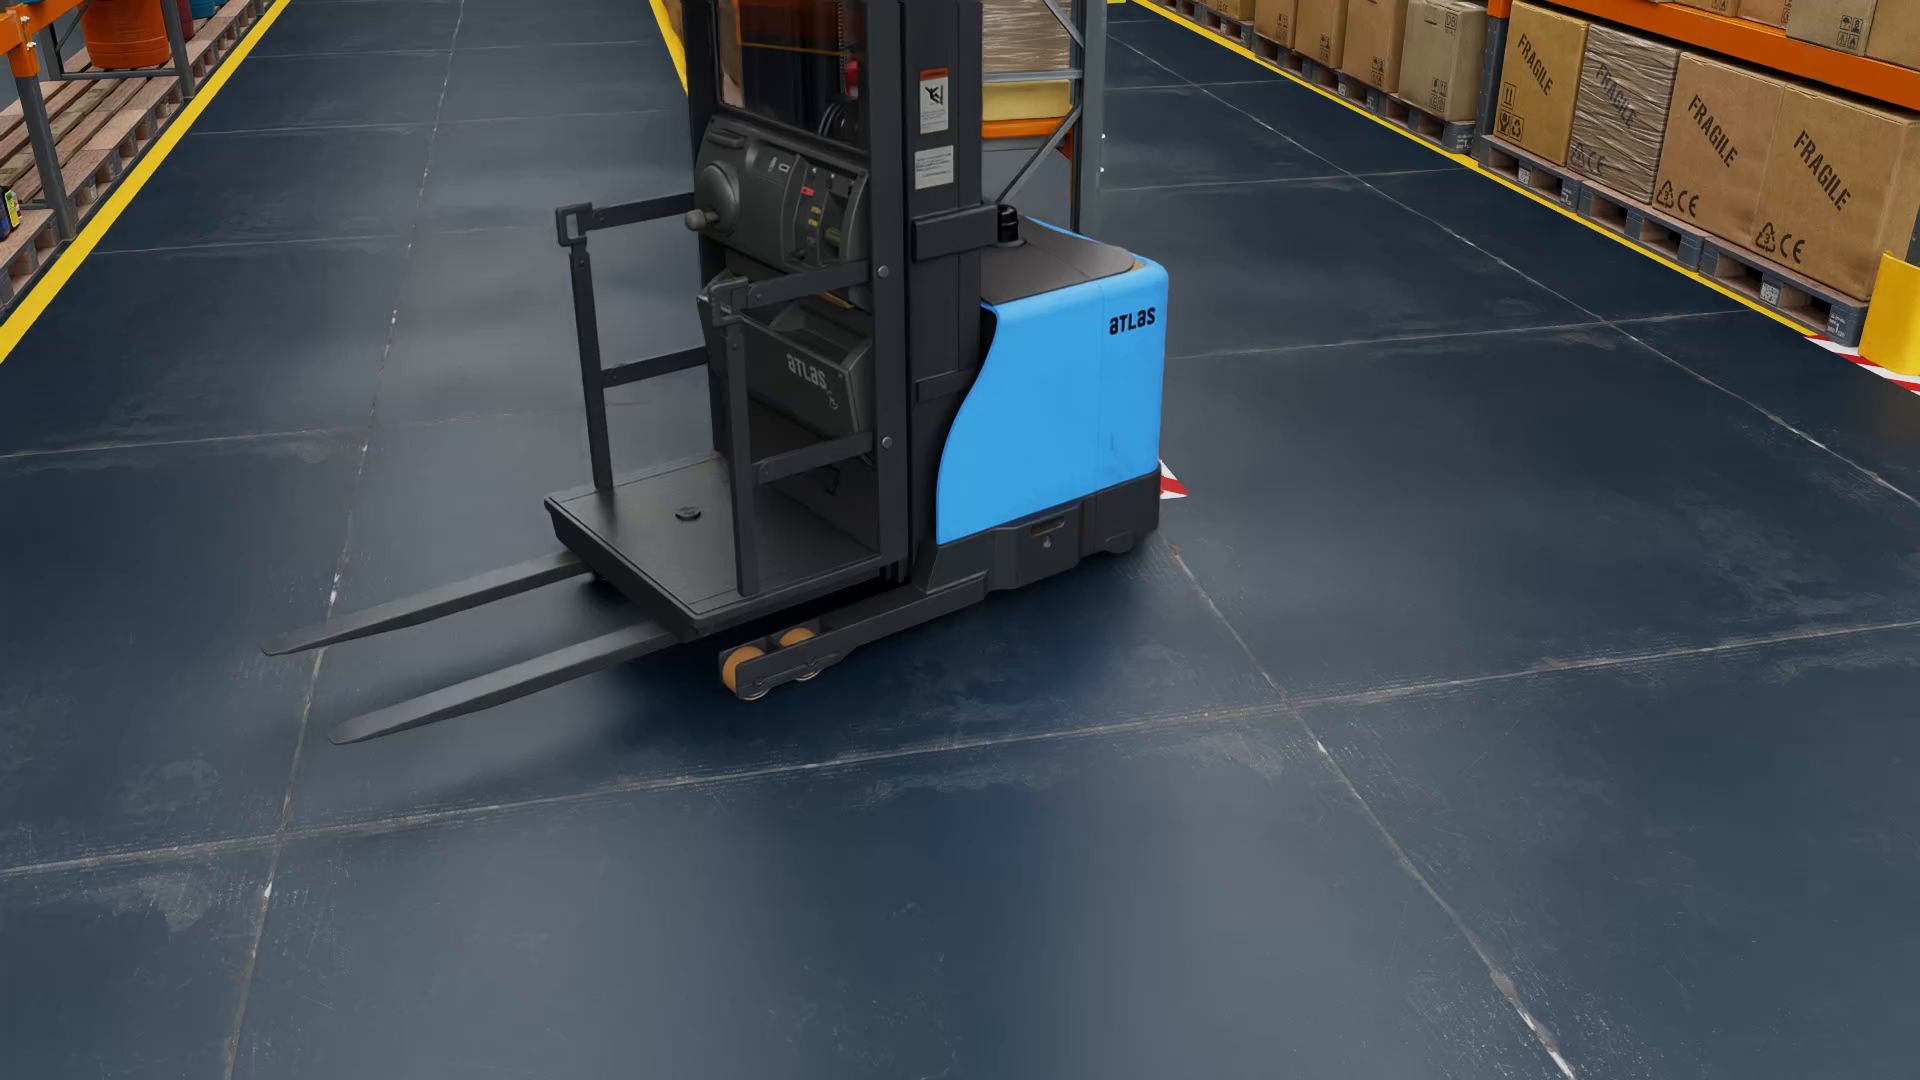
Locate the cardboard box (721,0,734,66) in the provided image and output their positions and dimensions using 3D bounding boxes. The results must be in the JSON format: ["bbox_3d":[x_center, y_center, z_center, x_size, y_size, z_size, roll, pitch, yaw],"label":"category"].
[{"bbox_3d":[-1.567,-4.087,13.305,0.700,0.500,0.500,-7,28,-14],"label":"cardboard box"}]

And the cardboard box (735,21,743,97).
[{"bbox_3d":[-1.295,-3.597,12.333,0.700,0.500,0.500,-4,27,-7],"label":"cardboard box"}]

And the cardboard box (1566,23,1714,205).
[{"bbox_3d":[4.300,-2.563,9.890,0.875,0.875,0.875,-6,27,-11],"label":"cardboard box"}]

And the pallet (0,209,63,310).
[{"bbox_3d":[-5.551,-1.496,8.980,1.003,0.211,1.213,-6,27,-12],"label":"pallet"}]

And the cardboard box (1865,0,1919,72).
[{"bbox_3d":[4.793,-2.471,7.651,0.875,0.550,0.550,-6,27,-12],"label":"cardboard box"}]

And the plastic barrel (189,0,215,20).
[{"bbox_3d":[-7.199,-5.251,15.188,0.600,0.901,0.708,-6,27,-12],"label":"plastic barrel"}]

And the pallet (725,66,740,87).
[{"bbox_3d":[-1.562,-3.711,13.368,1.003,0.211,1.213,-6,27,-12],"label":"pallet"}]

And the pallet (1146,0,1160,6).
[{"bbox_3d":[2.393,-5.928,17.760,1.003,0.211,1.213,-6,27,-12],"label":"pallet"}]

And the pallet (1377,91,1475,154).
[{"bbox_3d":[3.772,-3.088,12.135,1.003,0.211,1.213,-6,27,-12],"label":"pallet"}]

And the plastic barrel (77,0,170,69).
[{"bbox_3d":[-6.690,-4.228,13.239,0.600,0.830,0.708,-6,27,-12],"label":"plastic barrel"}]

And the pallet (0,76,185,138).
[{"bbox_3d":[-6.426,-3.207,12.370,1.003,0.211,1.213,-6,27,-12],"label":"pallet"}]

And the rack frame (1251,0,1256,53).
[{"bbox_3d":[3.118,-5.758,14.329,1.000,3.000,0.127,-6,27,-12],"label":"rack frame"}]

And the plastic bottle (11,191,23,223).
[{"bbox_3d":[-5.276,-1.859,9.222,0.097,0.201,0.097,0,27,0],"label":"plastic bottle"}]

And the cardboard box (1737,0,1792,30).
[{"bbox_3d":[4.644,-2.969,8.637,0.875,0.550,0.550,-6,27,-12],"label":"cardboard box"}]

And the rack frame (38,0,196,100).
[{"bbox_3d":[-6.563,-4.796,12.423,1.000,3.000,0.127,-6,27,-12],"label":"rack frame"}]

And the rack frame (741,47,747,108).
[{"bbox_3d":[-0.836,-3.543,9.940,1.000,3.000,0.127,-6,27,-12],"label":"rack frame"}]

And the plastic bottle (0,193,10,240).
[{"bbox_3d":[-5.235,-1.800,8.939,0.144,0.351,0.185,-7,28,-13],"label":"plastic bottle"}]

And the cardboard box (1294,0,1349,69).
[{"bbox_3d":[3.368,-4.281,13.434,1.050,0.750,0.750,-6,27,-11],"label":"cardboard box"}]

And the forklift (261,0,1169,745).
[{"bbox_3d":[-0.740,-1.073,5.123,3.031,2.935,1.130,-19,32,-33],"label":"forklift"}]

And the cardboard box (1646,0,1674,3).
[{"bbox_3d":[4.267,-3.420,9.531,0.875,0.550,0.550,-6,27,-12],"label":"cardboard box"}]

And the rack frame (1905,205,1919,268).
[{"bbox_3d":[4.921,-2.246,7.371,1.000,3.000,0.127,-6,27,-12],"label":"rack frame"}]

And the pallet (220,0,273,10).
[{"bbox_3d":[-7.668,-5.626,17.162,1.003,0.211,1.213,-6,27,-12],"label":"pallet"}]

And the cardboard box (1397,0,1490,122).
[{"bbox_3d":[3.792,-3.449,11.784,1.050,0.750,0.750,-6,27,-12],"label":"cardboard box"}]

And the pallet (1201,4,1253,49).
[{"bbox_3d":[2.943,-4.857,15.638,1.003,0.211,1.213,-6,27,-12],"label":"pallet"}]

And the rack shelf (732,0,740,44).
[{"bbox_3d":[-1.286,-4.100,11.842,1.077,0.370,4.000,-6,27,-12],"label":"rack shelf"}]

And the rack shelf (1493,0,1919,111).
[{"bbox_3d":[4.470,-2.803,9.273,1.077,0.370,4.000,-6,27,-12],"label":"rack shelf"}]

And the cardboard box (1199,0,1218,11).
[{"bbox_3d":[2.602,-5.320,15.770,0.500,0.500,0.500,-5,27,-10],"label":"cardboard box"}]

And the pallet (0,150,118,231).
[{"bbox_3d":[-5.876,-2.136,10.247,1.003,0.211,1.213,-6,27,-12],"label":"pallet"}]

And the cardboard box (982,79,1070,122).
[{"bbox_3d":[0.234,-1.824,6.814,0.380,0.149,0.250,-6,27,-12],"label":"cardboard box"}]

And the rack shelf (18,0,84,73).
[{"bbox_3d":[-6.112,-3.597,10.846,1.077,0.370,4.000,-6,27,-12],"label":"rack shelf"}]

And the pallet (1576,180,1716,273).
[{"bbox_3d":[4.393,-1.879,9.738,1.003,0.211,1.213,-6,27,-12],"label":"pallet"}]

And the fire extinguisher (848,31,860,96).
[{"bbox_3d":[-0.357,-1.655,6.286,0.296,0.674,0.183,-6,27,-12],"label":"fire extinguisher"}]

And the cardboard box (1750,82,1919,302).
[{"bbox_3d":[4.704,-1.776,8.332,0.875,0.875,0.875,-6,27,-11],"label":"cardboard box"}]

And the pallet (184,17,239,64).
[{"bbox_3d":[-7.052,-4.427,14.788,1.003,0.211,1.213,-6,27,-12],"label":"pallet"}]

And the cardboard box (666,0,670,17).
[{"bbox_3d":[-2.066,-5.235,15.185,1.225,0.875,0.875,-6,27,-11],"label":"cardboard box"}]

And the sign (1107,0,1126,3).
[{"bbox_3d":[0.594,-2.229,6.376,0.100,0.325,0.005,-6,27,-12],"label":"sign"}]
